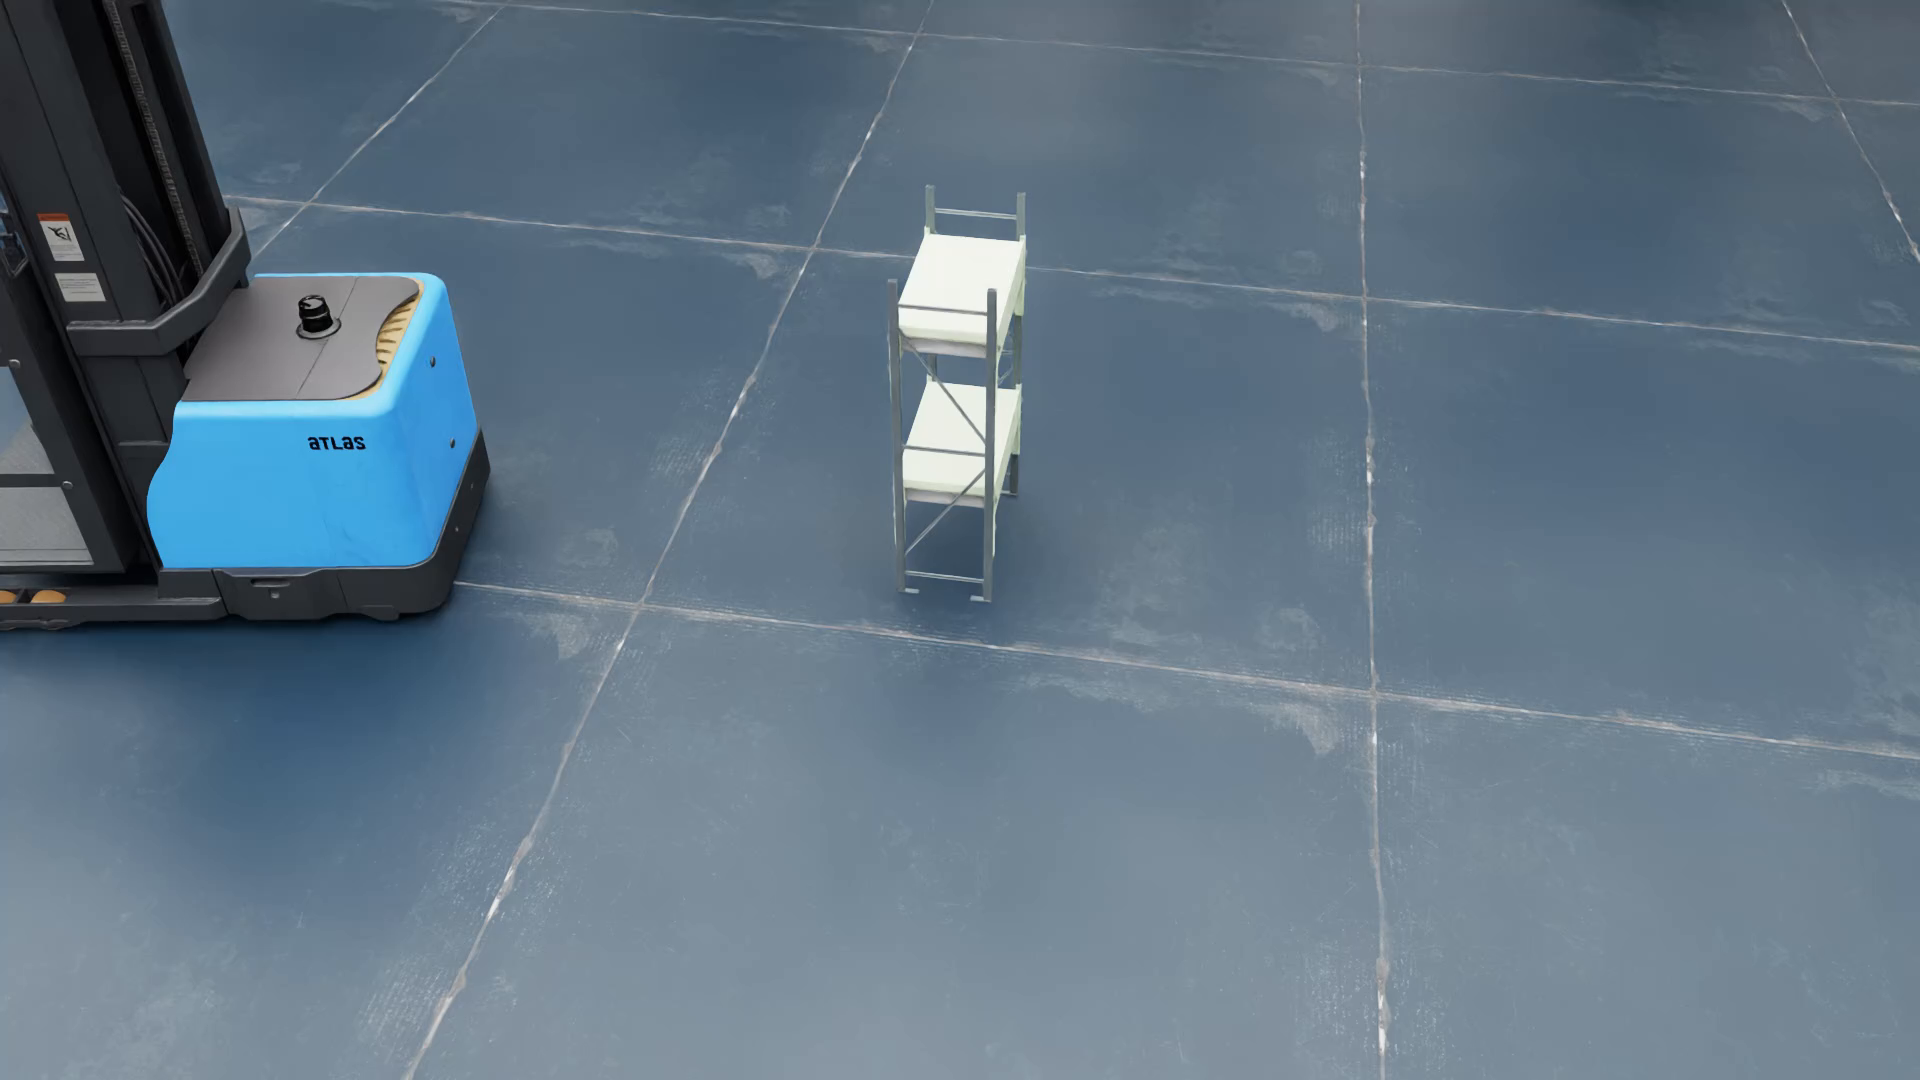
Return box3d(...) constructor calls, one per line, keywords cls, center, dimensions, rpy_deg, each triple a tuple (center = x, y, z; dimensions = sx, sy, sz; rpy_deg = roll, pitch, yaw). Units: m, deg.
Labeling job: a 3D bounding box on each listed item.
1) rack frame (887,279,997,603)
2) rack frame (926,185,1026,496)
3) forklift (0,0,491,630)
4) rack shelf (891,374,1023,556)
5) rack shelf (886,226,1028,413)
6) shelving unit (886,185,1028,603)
box3d(cls="rack frame", center=(-0.064, -0.344, 6.489), dimensions=(0.400, 1.500, 0.023), rpy_deg=(6, 40, 8))
box3d(cls="rack frame", center=(0.062, -0.804, 7.045), dimensions=(0.400, 1.500, 0.023), rpy_deg=(6, 40, 8))
box3d(cls="forklift", center=(-3.630, -1.100, 6.281), dimensions=(3.031, 2.935, 1.130), rpy_deg=(0, 40, -1))
box3d(cls="rack shelf", center=(-0.001, -0.323, 6.975), dimensions=(0.431, 0.370, 0.720), rpy_deg=(6, 40, 8))
box3d(cls="rack shelf", center=(-0.001, -0.875, 6.518), dimensions=(0.431, 0.370, 0.720), rpy_deg=(6, 40, 8))
box3d(cls="shelving unit", center=(-0.001, -0.574, 6.767), dimensions=(0.431, 1.500, 0.755), rpy_deg=(6, 40, 8))
